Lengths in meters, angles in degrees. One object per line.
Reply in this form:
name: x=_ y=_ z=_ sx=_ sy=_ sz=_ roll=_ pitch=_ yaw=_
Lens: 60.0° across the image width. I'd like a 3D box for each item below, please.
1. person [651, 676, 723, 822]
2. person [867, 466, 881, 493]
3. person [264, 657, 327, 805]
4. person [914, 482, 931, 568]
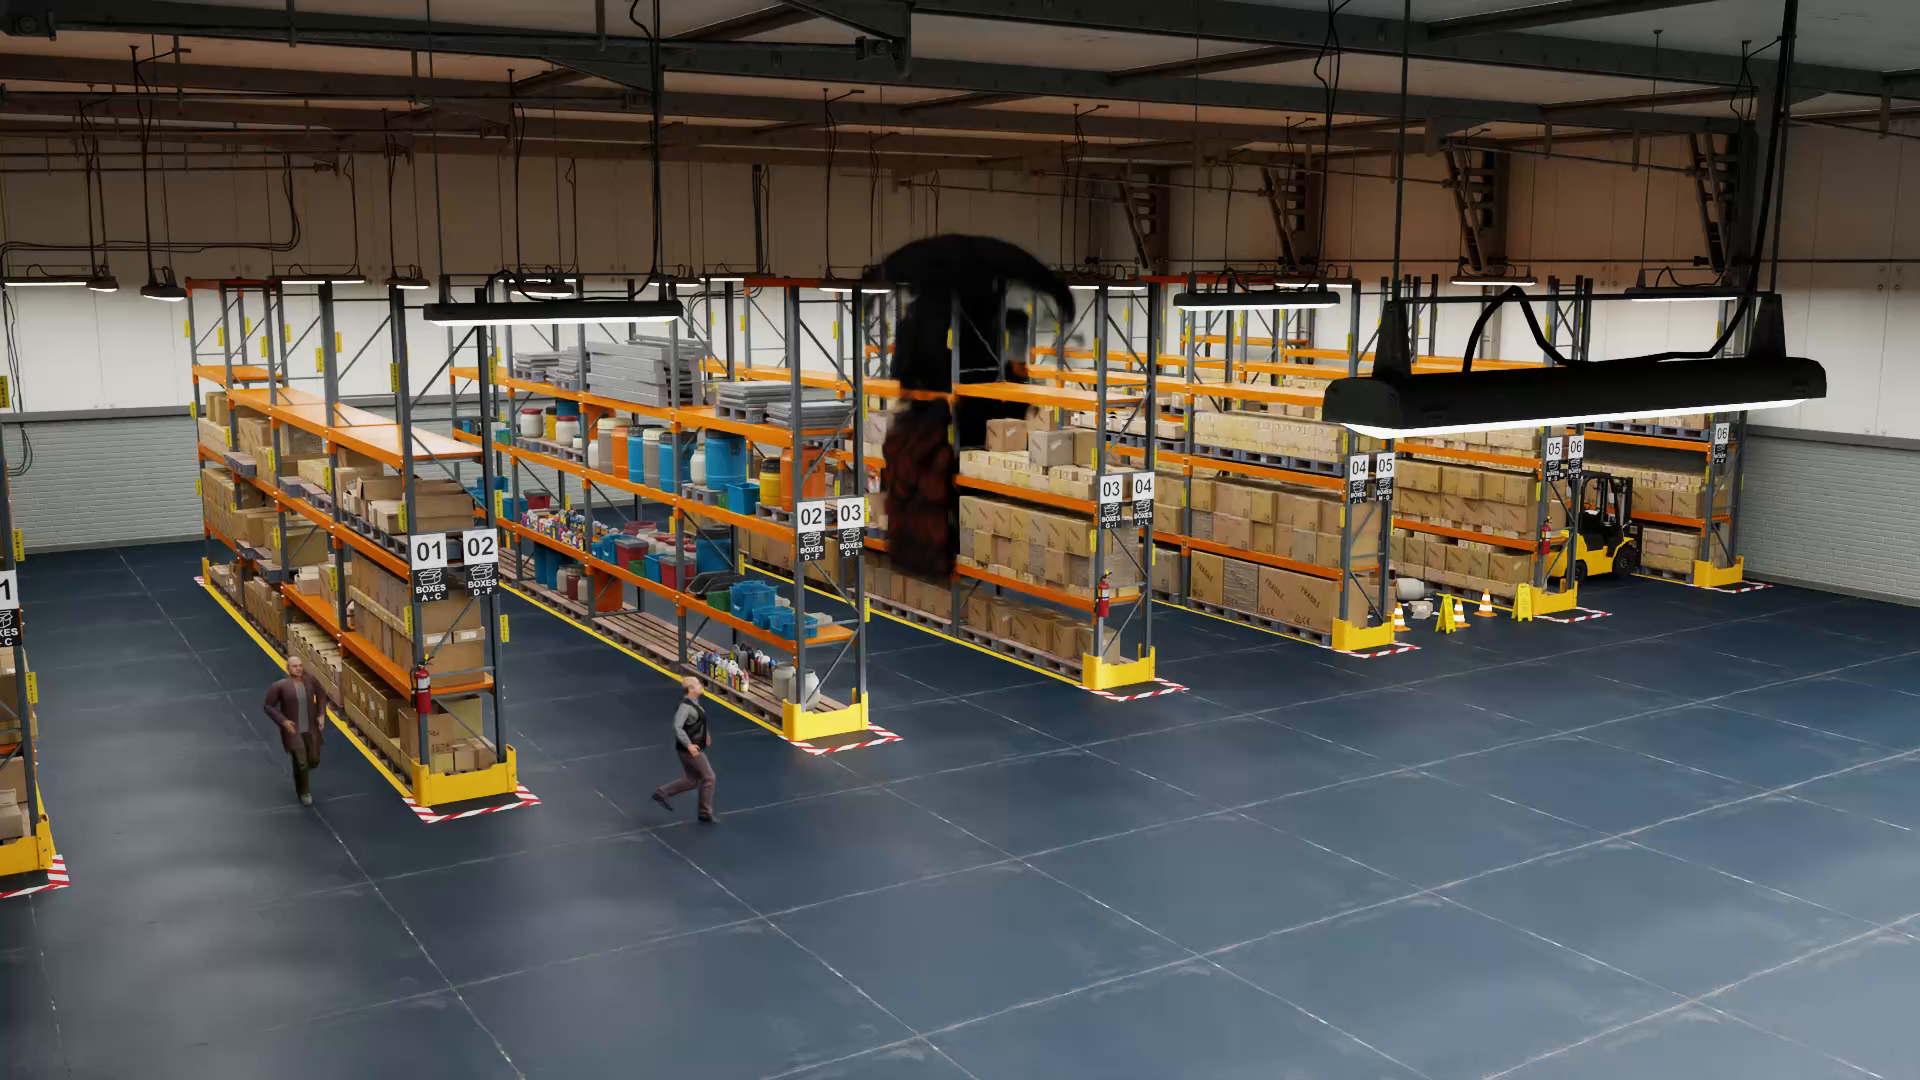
person: x=-3.107 y=2.395 z=18.841 sx=0.812 sy=1.740 sz=0.679 roll=-1 pitch=10 yaw=-7
person: x=-1.950 y=-0.822 z=37.702 sx=0.686 sy=1.744 sz=0.669 roll=-4 pitch=10 yaw=-23
person: x=-7.836 y=2.218 z=19.648 sx=0.668 sy=1.743 sz=0.738 roll=9 pitch=13 yaw=44
person: x=-0.725 y=-0.284 z=33.221 sx=0.571 sy=1.722 sz=0.660 roll=-6 pitch=11 yaw=-32
